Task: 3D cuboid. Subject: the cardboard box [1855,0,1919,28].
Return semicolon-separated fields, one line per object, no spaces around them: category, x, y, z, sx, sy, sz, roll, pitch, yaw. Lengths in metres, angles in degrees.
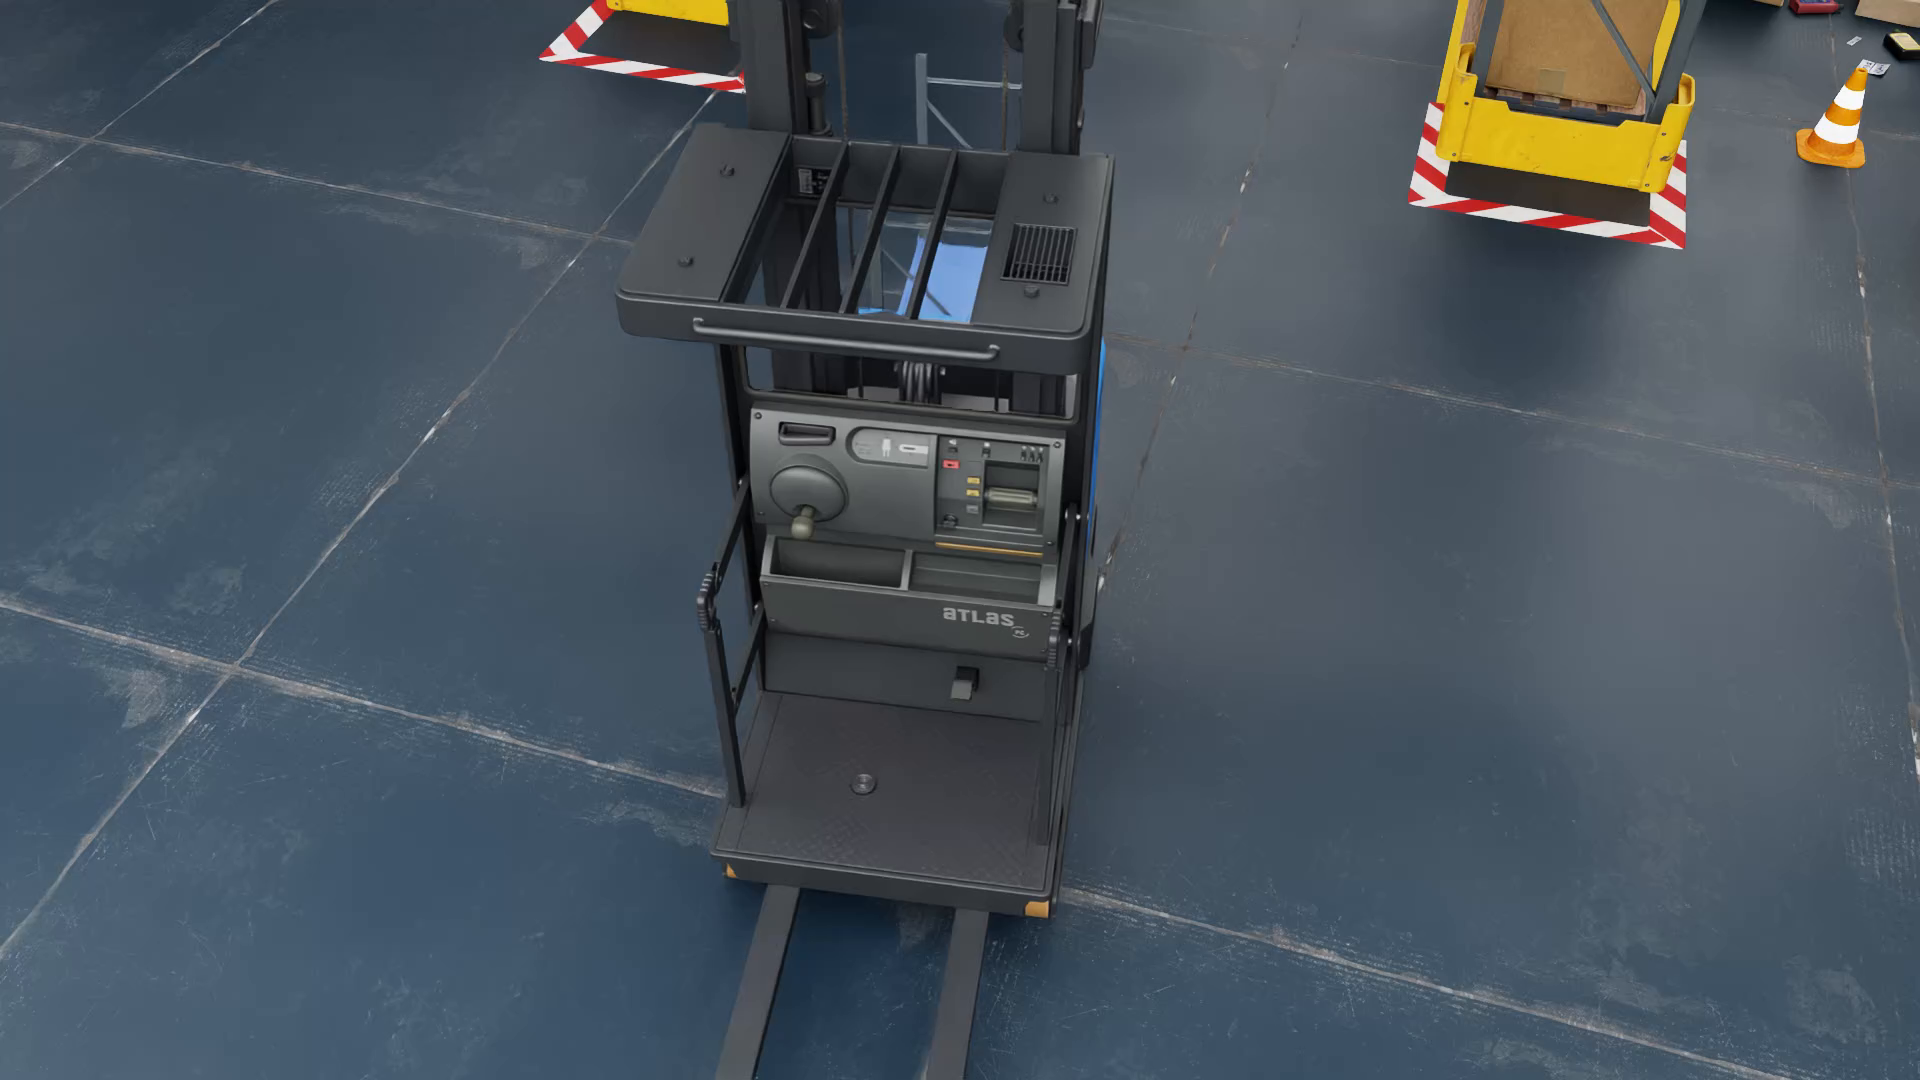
cardboard box;5.577;-3.258;9.890;0.396;0.266;0.258;20;48;19

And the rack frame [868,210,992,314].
rack frame;-0.076;-0.649;6.341;0.500;1.500;0.032;6;45;6

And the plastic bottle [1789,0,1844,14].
plastic bottle;5.153;-3.219;9.996;0.283;0.061;0.133;-2;44;-2

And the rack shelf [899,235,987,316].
rack shelf;0.000;-0.872;6.826;0.538;0.185;1.000;6;45;6

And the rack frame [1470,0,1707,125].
rack frame;3.131;-3.105;7.778;1.000;3.000;0.127;13;46;13

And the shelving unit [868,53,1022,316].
shelving unit;0.000;-1.000;6.700;0.538;1.500;1.048;6;45;6

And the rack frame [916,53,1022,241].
rack frame;0.075;-1.352;7.059;0.500;1.500;0.032;6;45;6

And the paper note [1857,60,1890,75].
paper note;5.211;-2.701;9.490;0.144;0.017;0.142;28;51;26

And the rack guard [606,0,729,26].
rack guard;-1.543;-3.380;9.847;1.175;0.500;0.348;13;46;13

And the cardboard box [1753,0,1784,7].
cardboard box;4.850;-3.627;10.097;0.500;0.500;0.500;20;48;19

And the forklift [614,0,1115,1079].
forklift;7.876;-4.080;8.824;15.389;2.935;16.733;6;45;6

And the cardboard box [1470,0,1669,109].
cardboard box;3.273;-2.962;8.851;0.875;0.875;0.875;13;46;13

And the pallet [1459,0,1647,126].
pallet;3.298;-2.658;9.315;1.003;0.211;1.213;13;46;13
